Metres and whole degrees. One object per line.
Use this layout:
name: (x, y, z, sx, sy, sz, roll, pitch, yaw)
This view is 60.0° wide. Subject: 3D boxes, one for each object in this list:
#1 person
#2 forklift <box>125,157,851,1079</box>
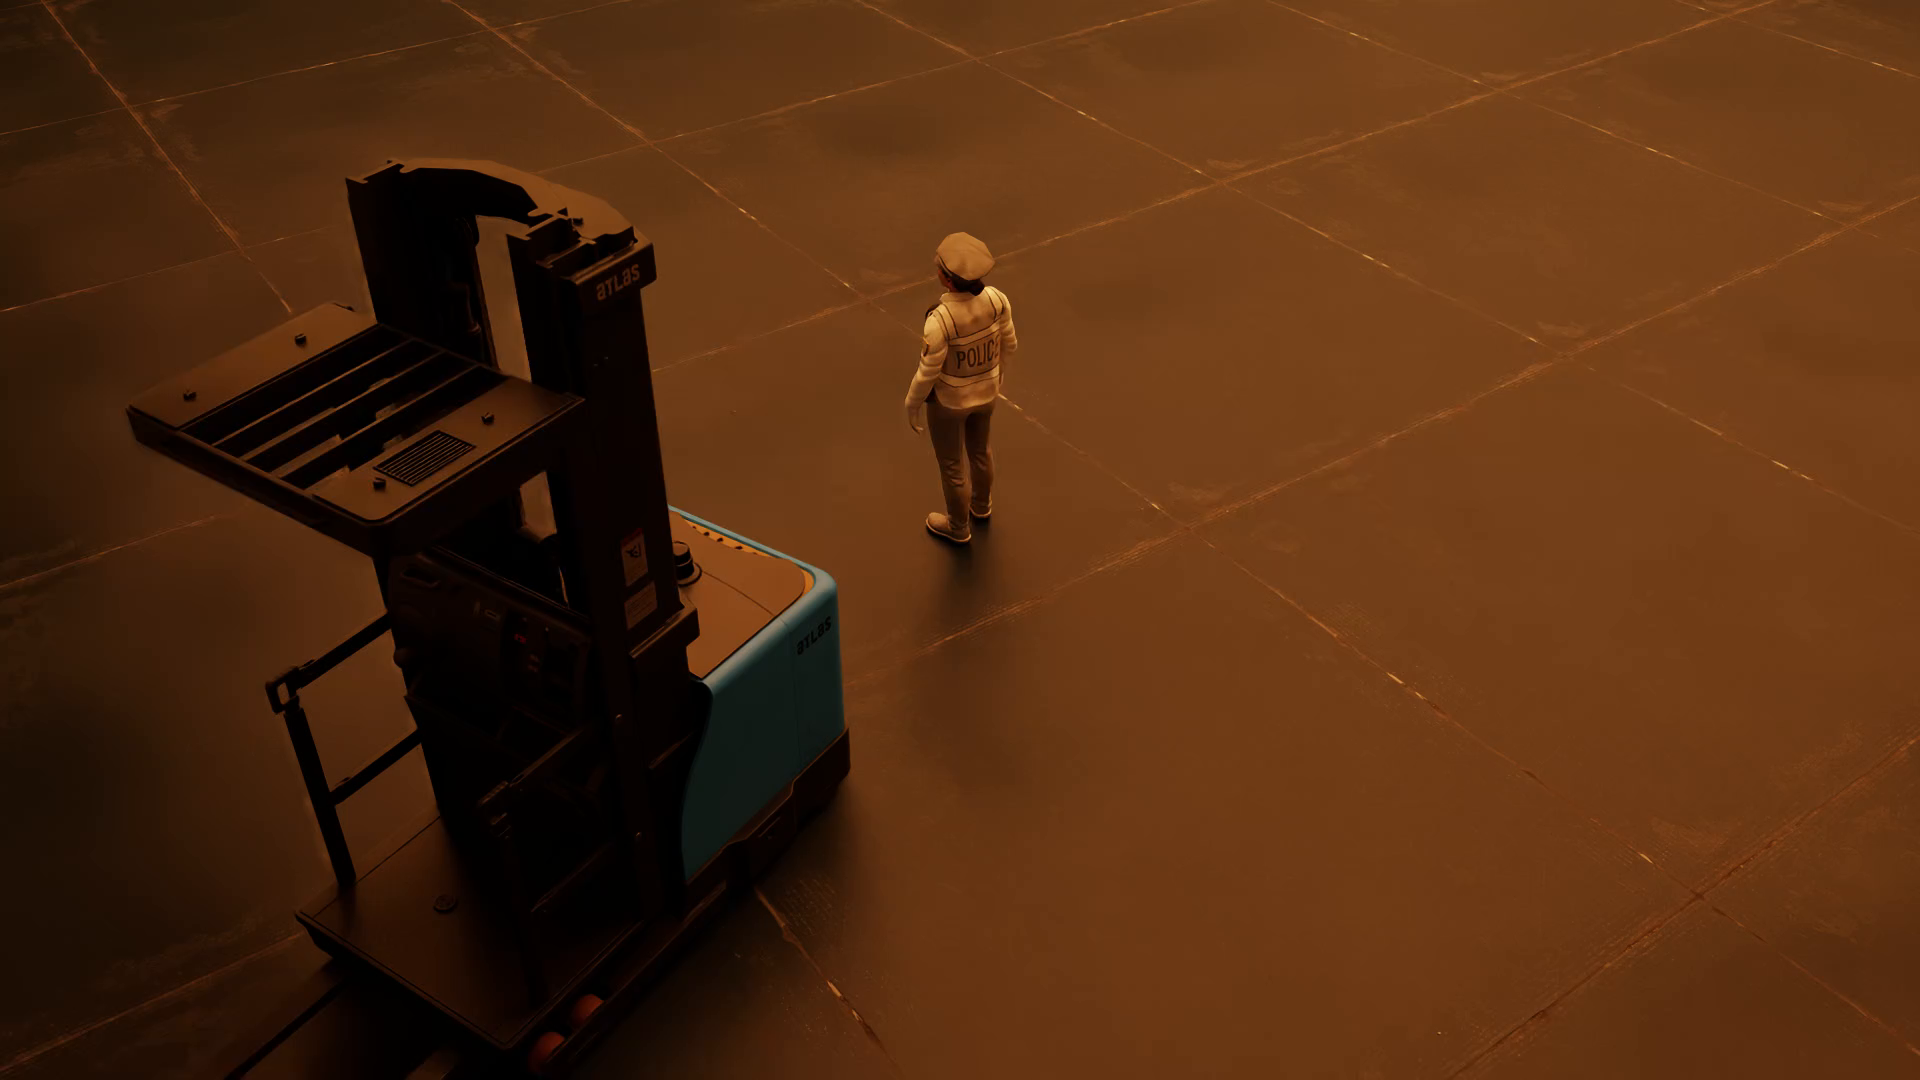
person: (-0.034, -0.723, 7.950, 0.586, 1.694, 0.531, -23, 42, -28)
forklift: (-1.695, 0.393, 5.413, 1.130, 2.935, 3.031, 22, 42, 26)
